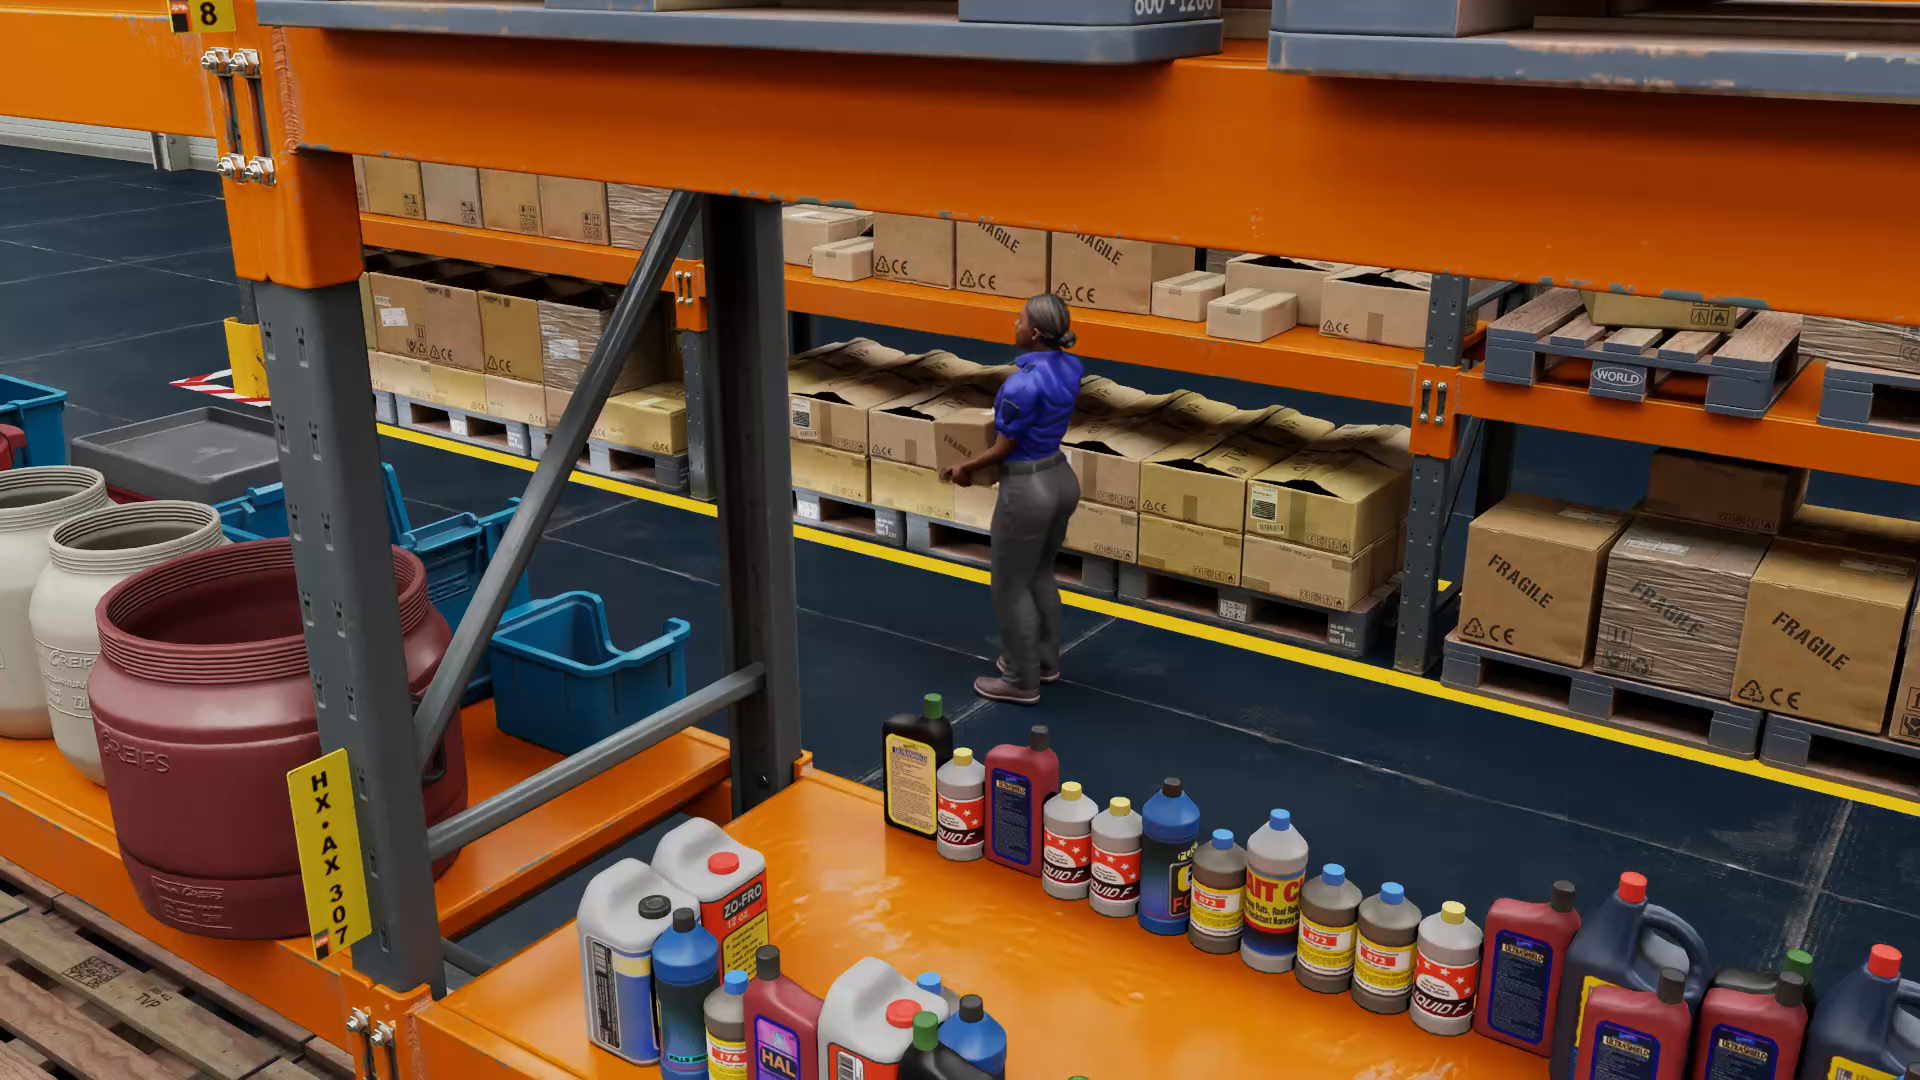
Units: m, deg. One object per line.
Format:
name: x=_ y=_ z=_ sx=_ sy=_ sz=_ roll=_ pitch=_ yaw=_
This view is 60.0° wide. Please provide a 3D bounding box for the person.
person: x=0.219 y=-0.178 z=6.579 sx=0.512 sy=1.649 sz=0.452 roll=13 pitch=24 yaw=32
